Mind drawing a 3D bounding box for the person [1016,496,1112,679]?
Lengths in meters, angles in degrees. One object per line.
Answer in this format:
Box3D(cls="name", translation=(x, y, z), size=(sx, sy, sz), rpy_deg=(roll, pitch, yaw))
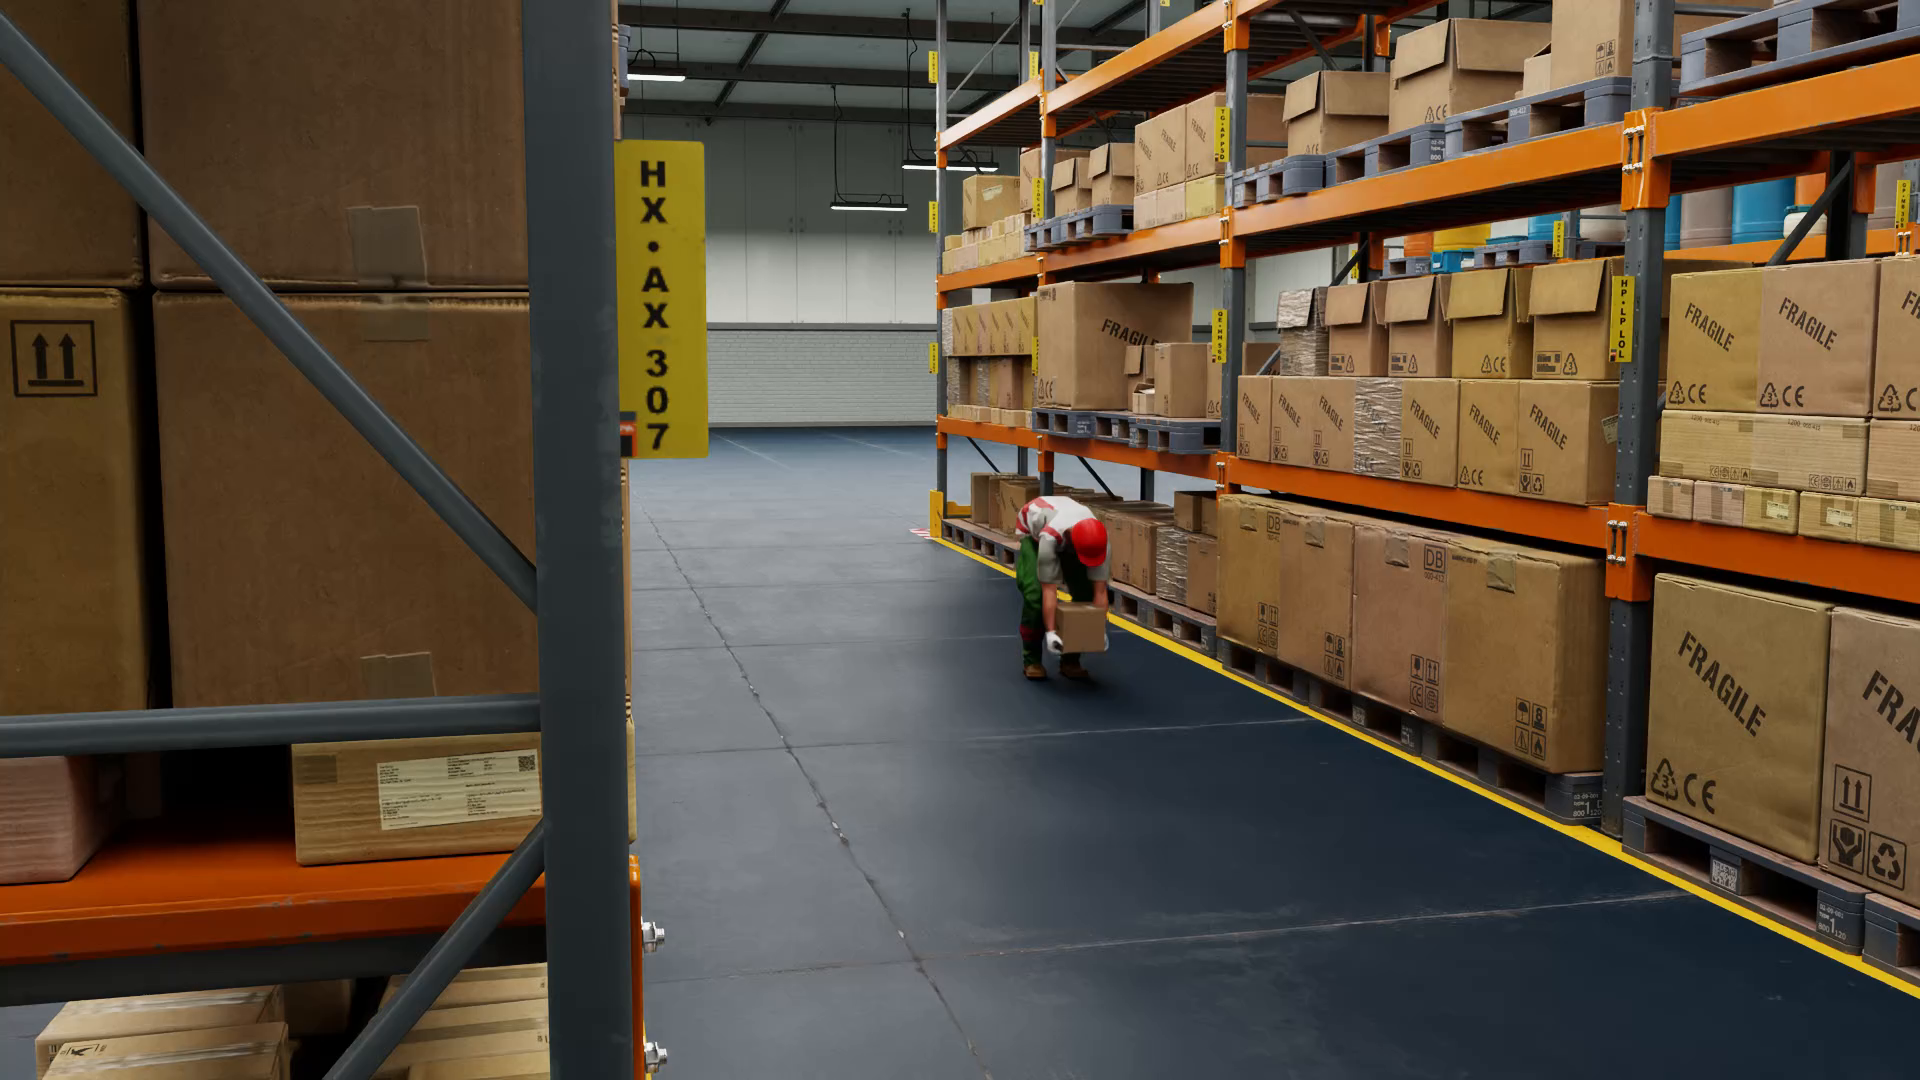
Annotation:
Box3D(cls="person", translation=(0.627, 0.300, 9.771), size=(0.499, 1.083, 0.965), rpy_deg=(-2, 6, -16))
